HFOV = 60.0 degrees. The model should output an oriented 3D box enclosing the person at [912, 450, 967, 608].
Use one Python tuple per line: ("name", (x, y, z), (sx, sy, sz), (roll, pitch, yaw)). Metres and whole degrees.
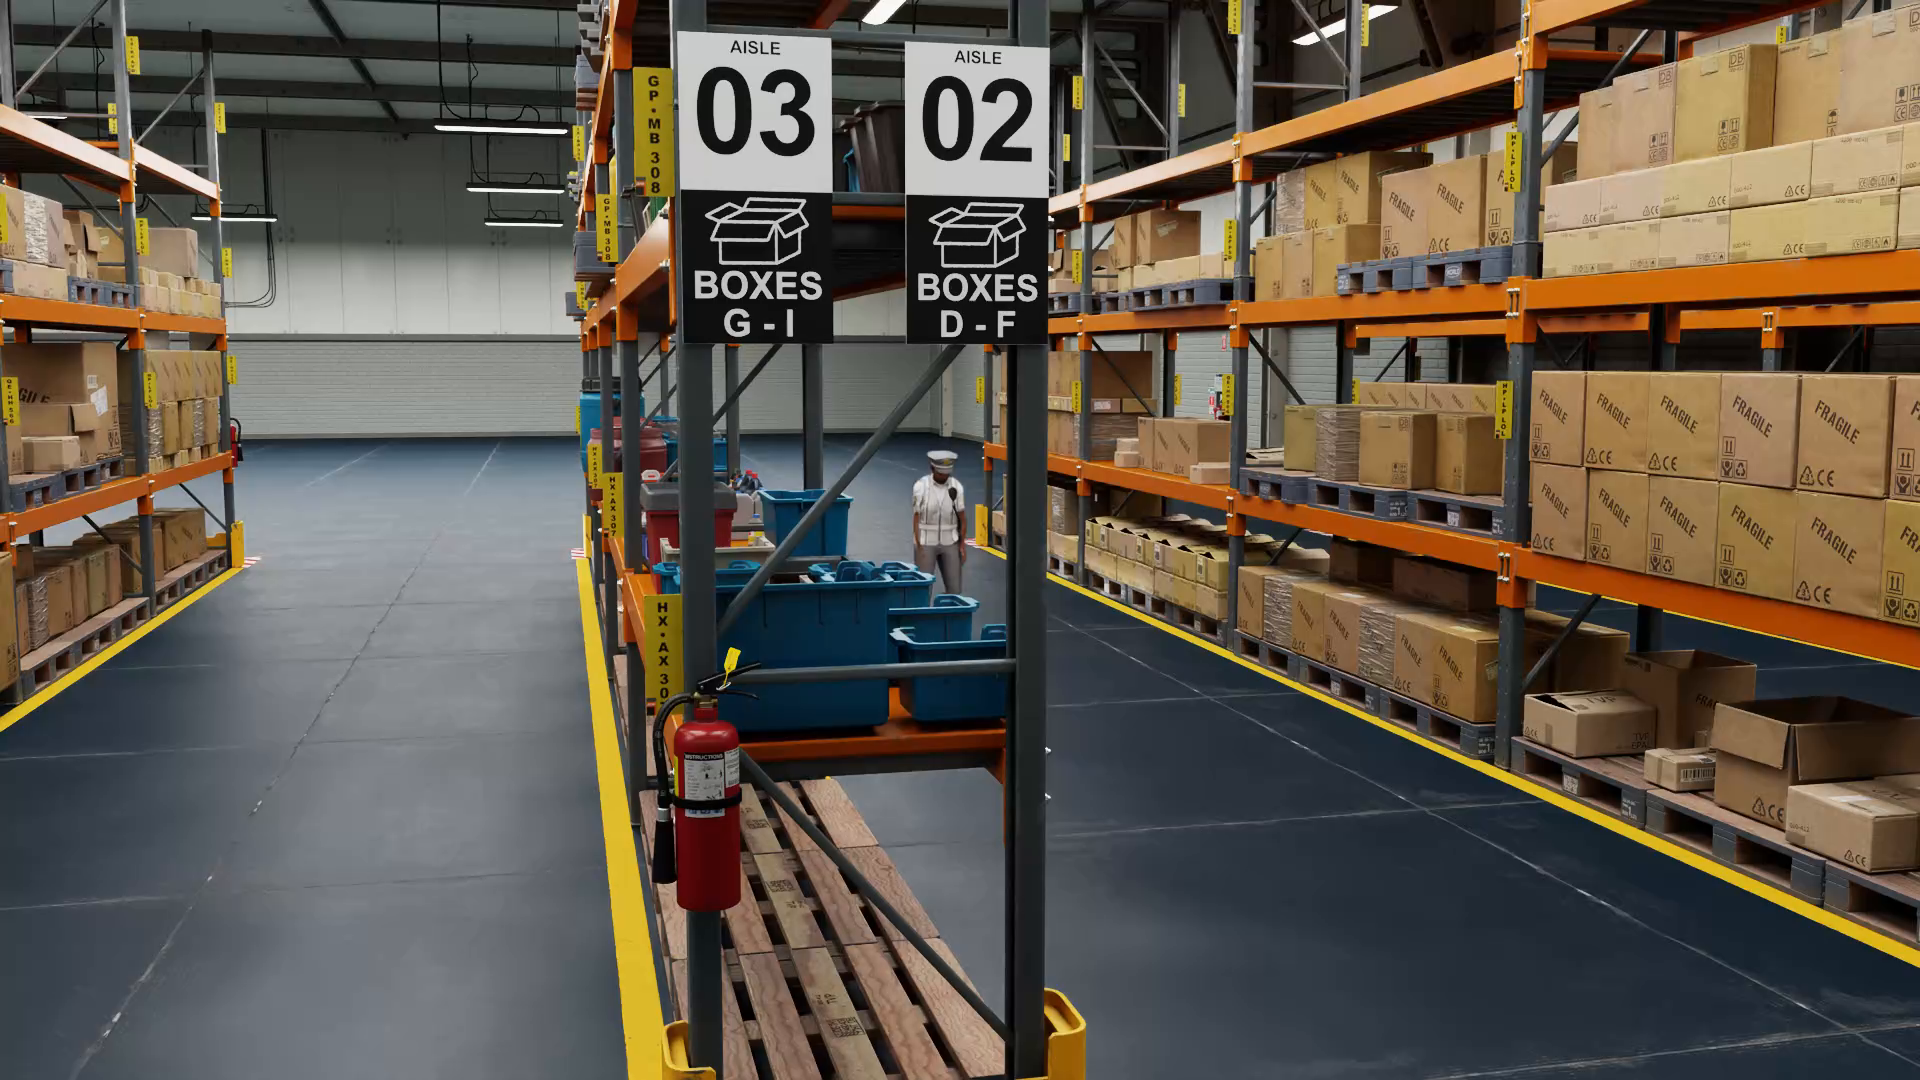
("person", (-0.161, 0.081, 13.621), (0.450, 1.636, 0.410), (-1, 6, -12))
